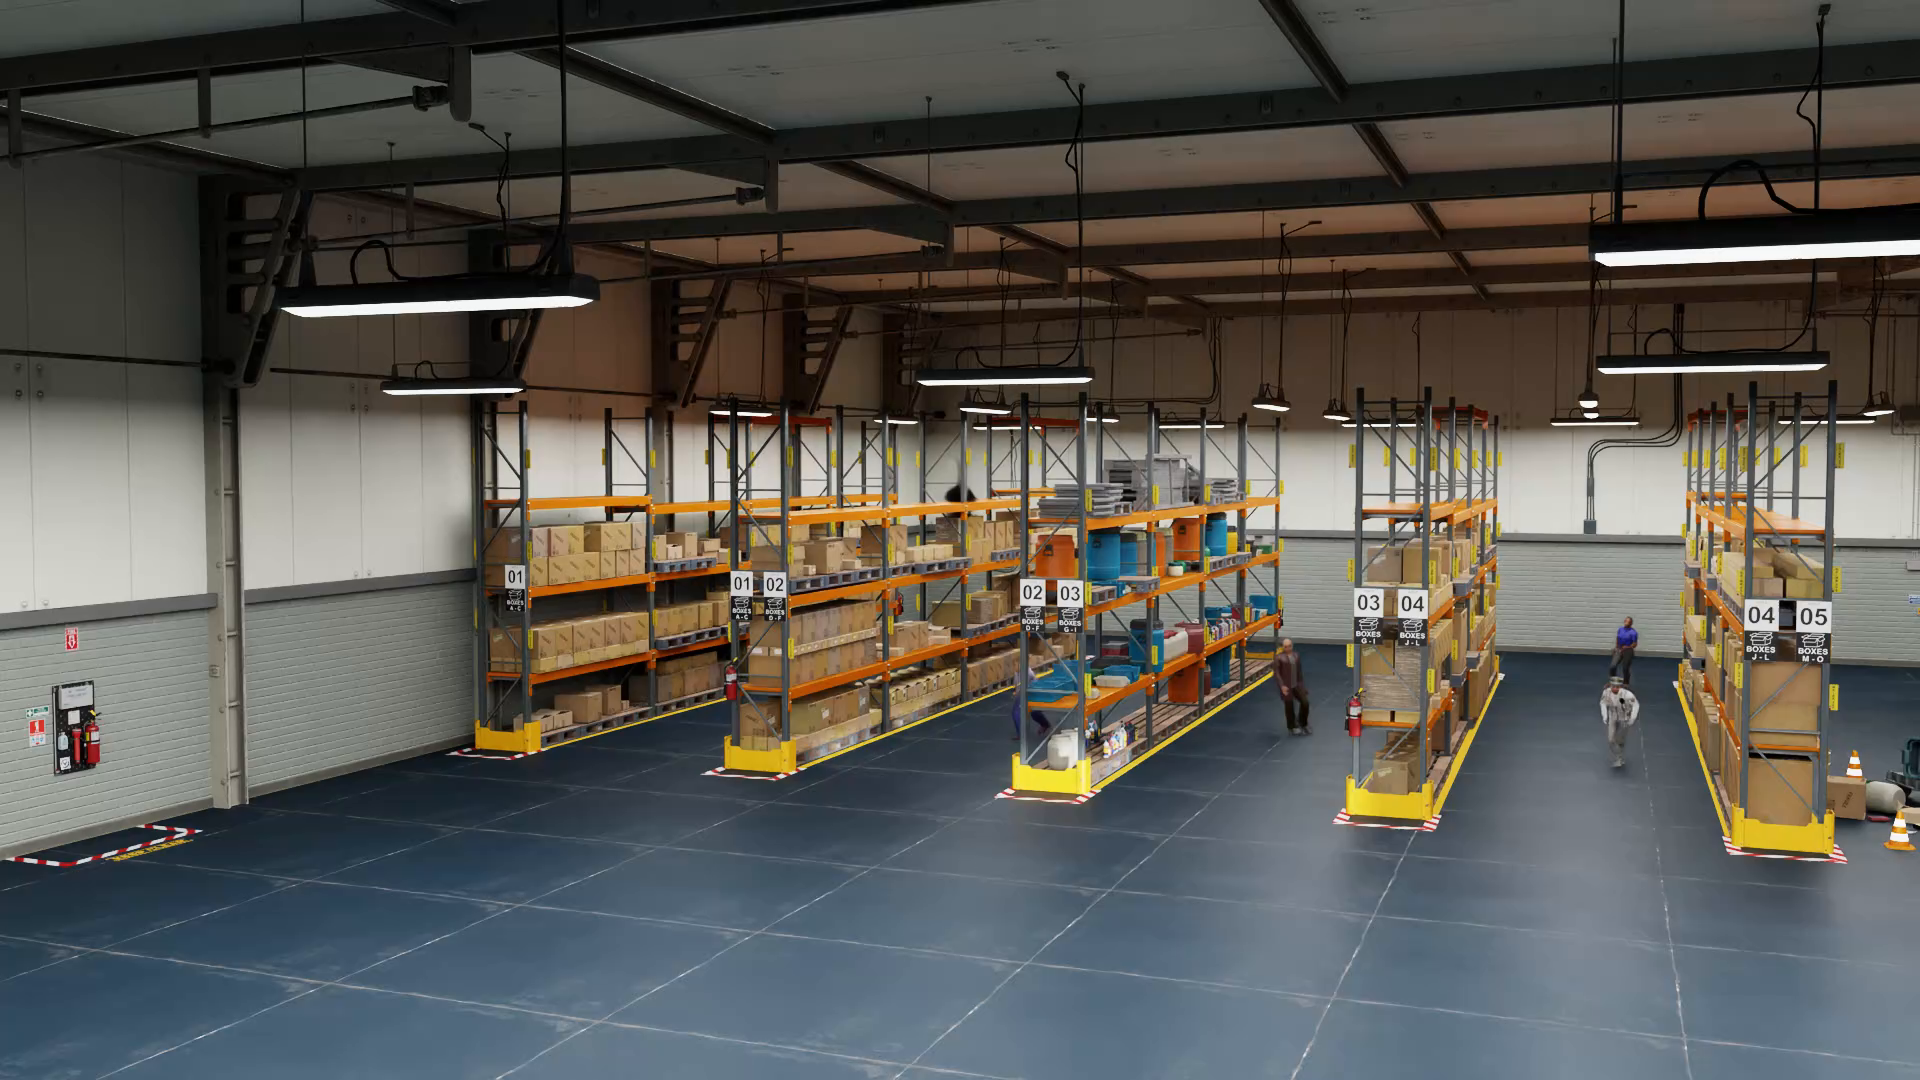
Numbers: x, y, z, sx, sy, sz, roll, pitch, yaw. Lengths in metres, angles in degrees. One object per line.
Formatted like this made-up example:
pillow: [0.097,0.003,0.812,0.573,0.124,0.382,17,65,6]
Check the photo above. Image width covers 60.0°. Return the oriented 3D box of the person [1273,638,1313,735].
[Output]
person: [6.022,2.655,30.119,0.736,1.764,0.553,0,3,-8]

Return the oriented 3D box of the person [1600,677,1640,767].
person: [10.771,2.944,27.123,0.624,1.494,0.913,2,3,32]

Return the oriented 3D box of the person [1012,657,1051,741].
person: [1.284,2.821,29.669,0.597,1.480,0.985,3,4,43]

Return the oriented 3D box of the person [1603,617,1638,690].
person: [14.248,2.439,35.745,0.659,1.615,0.775,3,4,42]
